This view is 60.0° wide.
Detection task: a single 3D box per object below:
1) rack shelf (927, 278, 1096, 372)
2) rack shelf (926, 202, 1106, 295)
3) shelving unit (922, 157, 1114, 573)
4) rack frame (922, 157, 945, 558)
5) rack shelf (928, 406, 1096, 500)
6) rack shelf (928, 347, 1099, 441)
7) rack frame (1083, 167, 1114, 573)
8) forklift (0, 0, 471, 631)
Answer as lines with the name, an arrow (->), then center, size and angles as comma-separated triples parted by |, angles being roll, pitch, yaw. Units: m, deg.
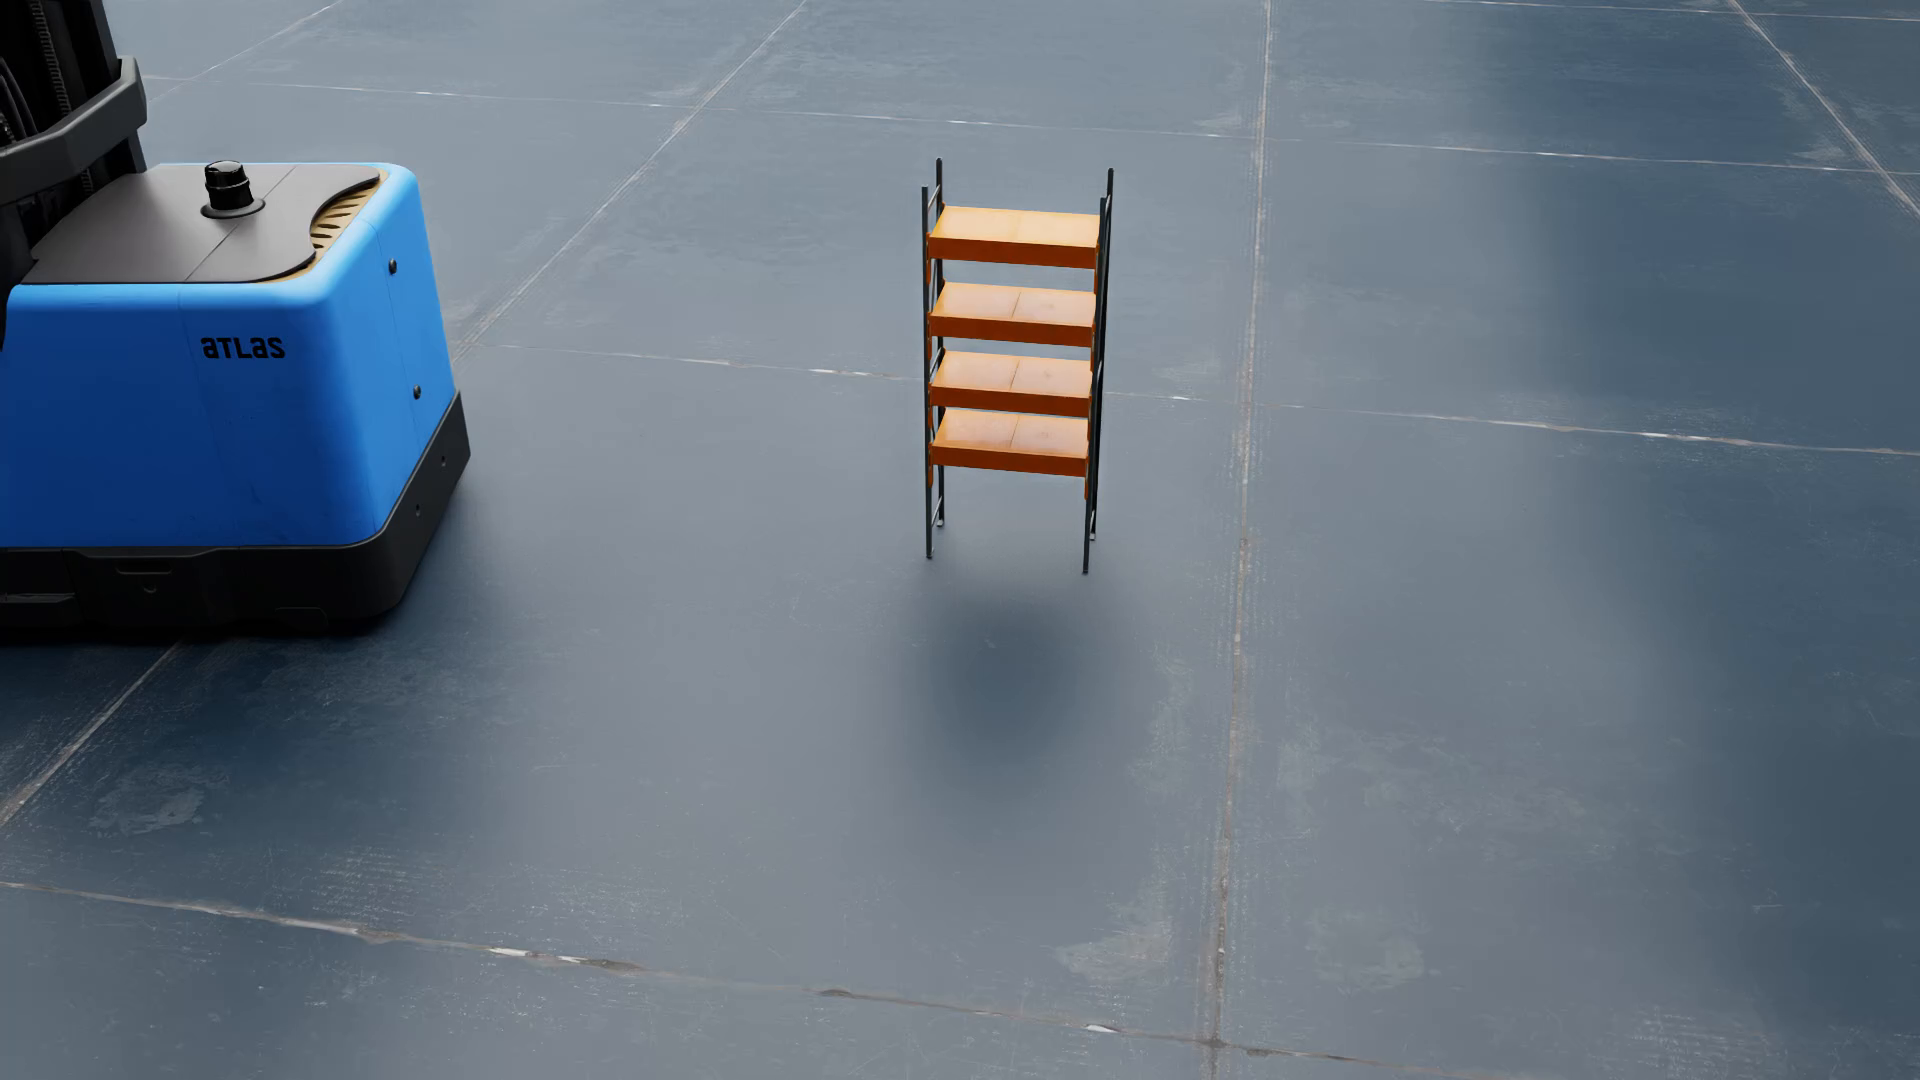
rack shelf -> 0.163, -0.626, 4.825 | 0.480, 0.148, 0.258 | 5, 32, 8
rack shelf -> 0.163, -0.827, 4.700 | 0.480, 0.148, 0.258 | 5, 32, 8
shelving unit -> 0.163, -0.494, 4.908 | 0.503, 1.200, 0.258 | 5, 32, 8
rack frame -> -0.077, -0.516, 4.943 | 0.015, 1.200, 0.240 | 5, 32, 8
rack shelf -> 0.163, -0.268, 5.049 | 0.480, 0.148, 0.258 | 5, 32, 8
rack shelf -> 0.163, -0.437, 4.944 | 0.480, 0.148, 0.258 | 5, 32, 8
rack frame -> 0.404, -0.472, 4.873 | 0.015, 1.200, 0.240 | 5, 32, 8
forklift -> -3.147, -1.227, 4.448 | 3.031, 2.935, 1.130 | 0, 32, 0
